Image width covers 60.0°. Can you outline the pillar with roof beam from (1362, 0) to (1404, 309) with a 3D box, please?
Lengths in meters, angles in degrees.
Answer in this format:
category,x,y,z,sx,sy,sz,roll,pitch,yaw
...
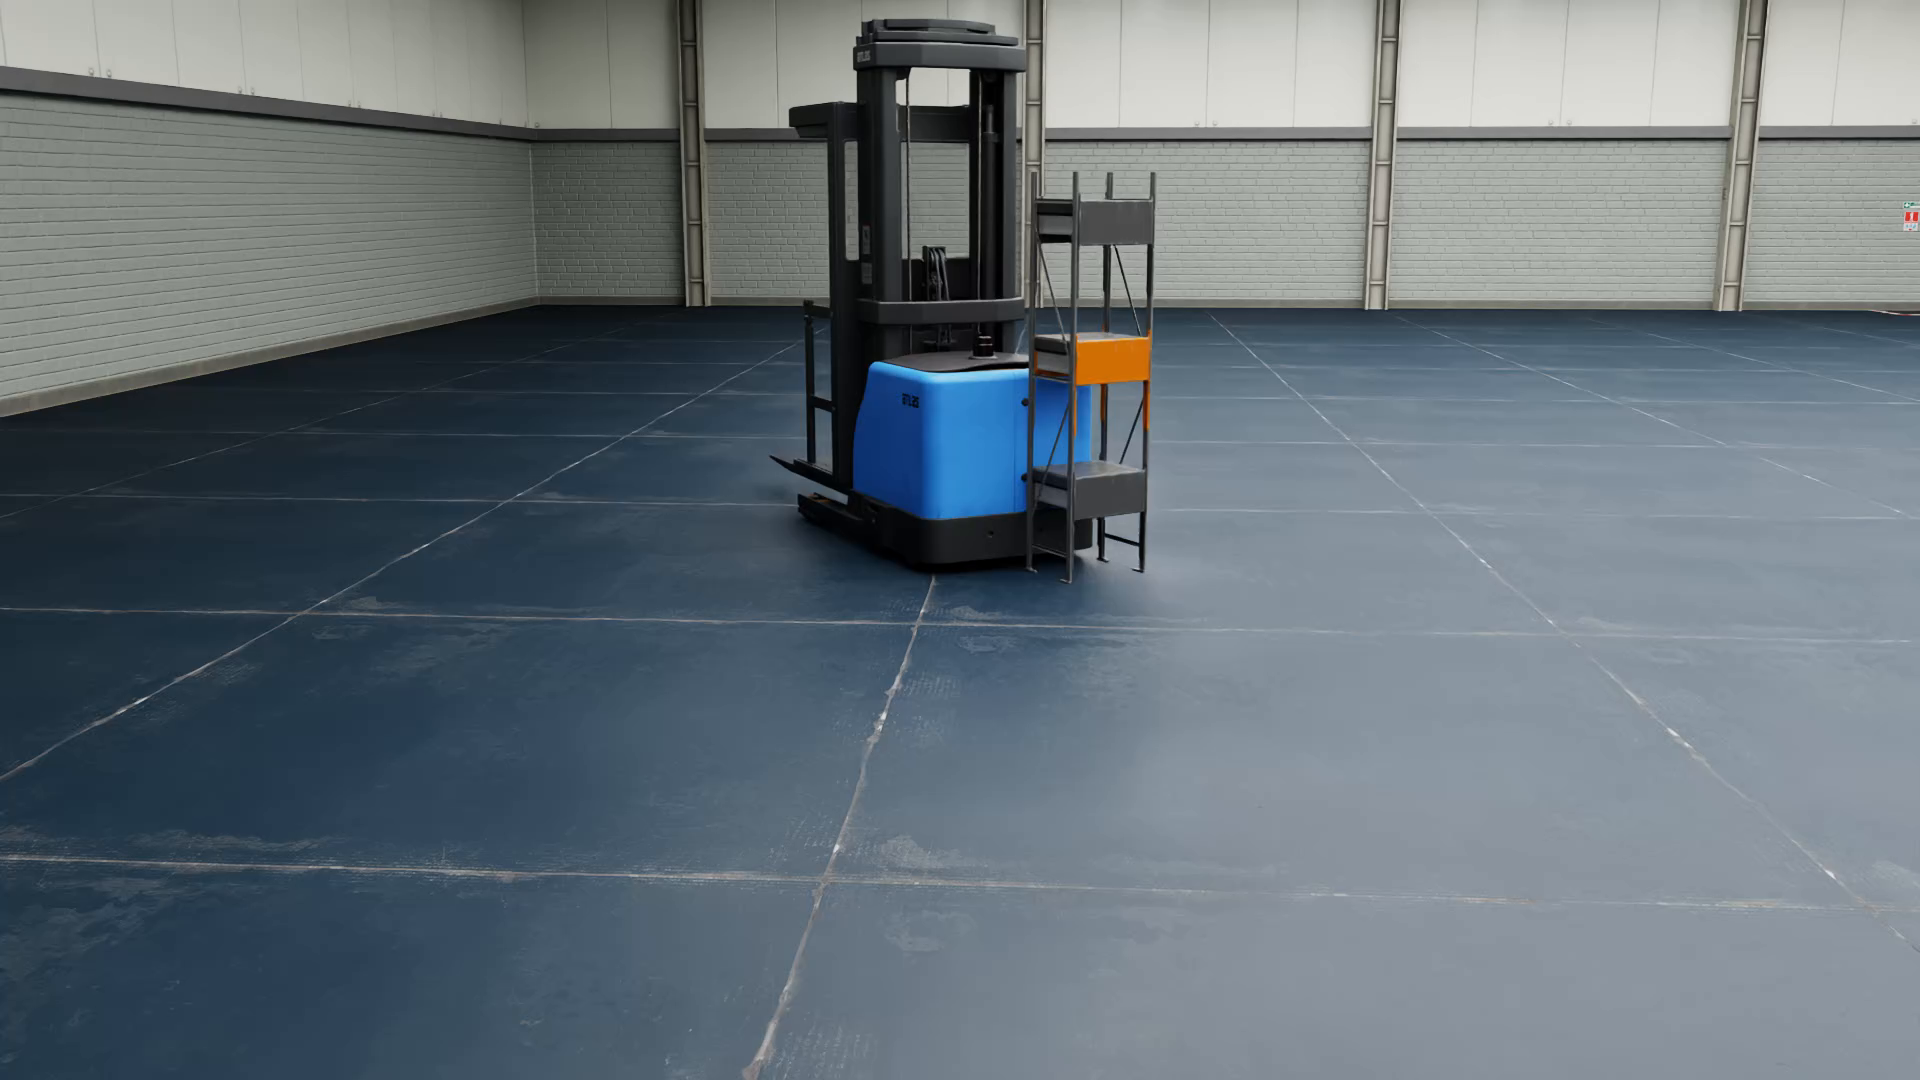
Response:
category,x,y,z,sx,sy,sz,roll,pitch,yaw
pillar with roof beam,6.981,-7.577,24.011,0.400,9.000,9.100,1,12,4

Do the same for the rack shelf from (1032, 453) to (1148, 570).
category,x,y,z,sx,sy,sz,roll,pitch,yaw
rack shelf,0.677,-0.160,8.877,0.480,0.518,0.431,-7,14,-32

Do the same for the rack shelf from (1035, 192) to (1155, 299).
category,x,y,z,sx,sy,sz,roll,pitch,yaw
rack shelf,0.682,-1.528,8.578,0.480,0.518,0.431,-7,14,-32

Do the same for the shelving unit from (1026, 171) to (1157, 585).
category,x,y,z,sx,sy,sz,roll,pitch,yaw
shelving unit,0.679,-0.857,8.725,0.503,2.100,0.431,-7,14,-32

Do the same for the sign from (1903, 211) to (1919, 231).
category,x,y,z,sx,sy,sz,roll,pitch,yaw
sign,16.234,-5.443,28.377,0.234,0.329,0.001,1,12,4

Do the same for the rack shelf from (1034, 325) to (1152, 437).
category,x,y,z,sx,sy,sz,roll,pitch,yaw
rack shelf,0.679,-0.844,8.728,0.480,0.518,0.431,-7,14,-32

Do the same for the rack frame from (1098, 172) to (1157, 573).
category,x,y,z,sx,sy,sz,roll,pitch,yaw
rack frame,0.886,-0.884,8.852,0.015,2.100,0.400,-7,14,-32

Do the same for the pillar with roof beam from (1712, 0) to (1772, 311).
category,x,y,z,sx,sy,sz,roll,pitch,yaw
pillar with roof beam,12.967,-7.495,23.619,0.400,9.000,9.100,1,12,4

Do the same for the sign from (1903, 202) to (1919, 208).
category,x,y,z,sx,sy,sz,roll,pitch,yaw
sign,16.238,-5.701,28.314,0.331,0.109,0.001,1,12,4

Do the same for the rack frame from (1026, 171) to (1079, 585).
category,x,y,z,sx,sy,sz,roll,pitch,yaw
rack frame,0.473,-0.830,8.597,0.015,2.100,0.400,-7,14,-32

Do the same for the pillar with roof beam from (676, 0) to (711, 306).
category,x,y,z,sx,sy,sz,roll,pitch,yaw
pillar with roof beam,-4.992,-7.741,24.796,0.400,9.000,9.100,1,12,4

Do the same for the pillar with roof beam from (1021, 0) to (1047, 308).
category,x,y,z,sx,sy,sz,roll,pitch,yaw
pillar with roof beam,0.994,-7.659,24.404,0.400,9.000,9.100,1,12,4

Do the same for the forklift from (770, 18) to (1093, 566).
category,x,y,z,sx,sy,sz,roll,pitch,yaw
forklift,-0.357,-1.555,10.043,1.130,2.935,3.031,-6,13,-25
